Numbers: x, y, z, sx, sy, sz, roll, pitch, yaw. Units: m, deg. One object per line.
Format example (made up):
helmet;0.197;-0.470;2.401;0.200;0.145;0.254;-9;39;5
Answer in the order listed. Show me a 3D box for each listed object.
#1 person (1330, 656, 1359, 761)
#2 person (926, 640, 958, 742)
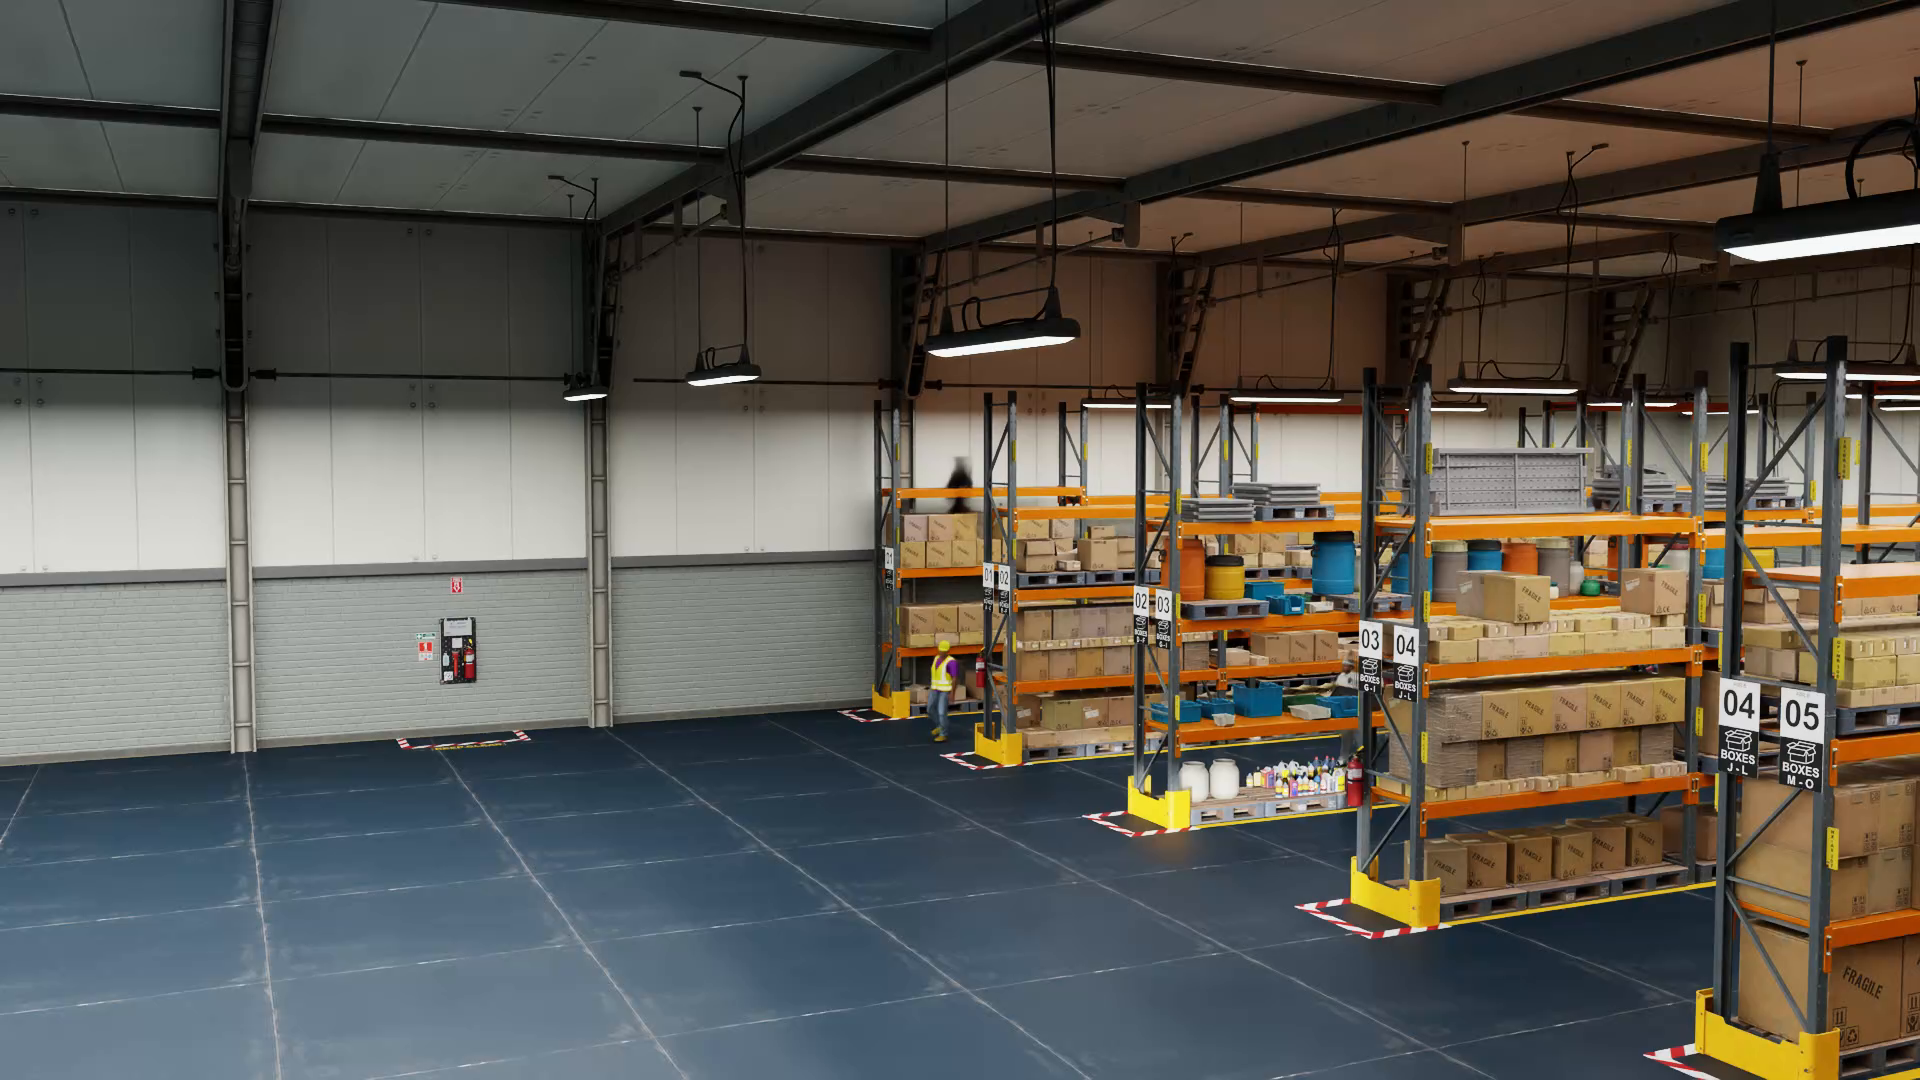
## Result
person;6.330;2.750;26.983;0.847;1.750;0.560;-2;4;-32
person;-0.291;2.599;28.757;0.700;1.752;0.484;3;4;41
